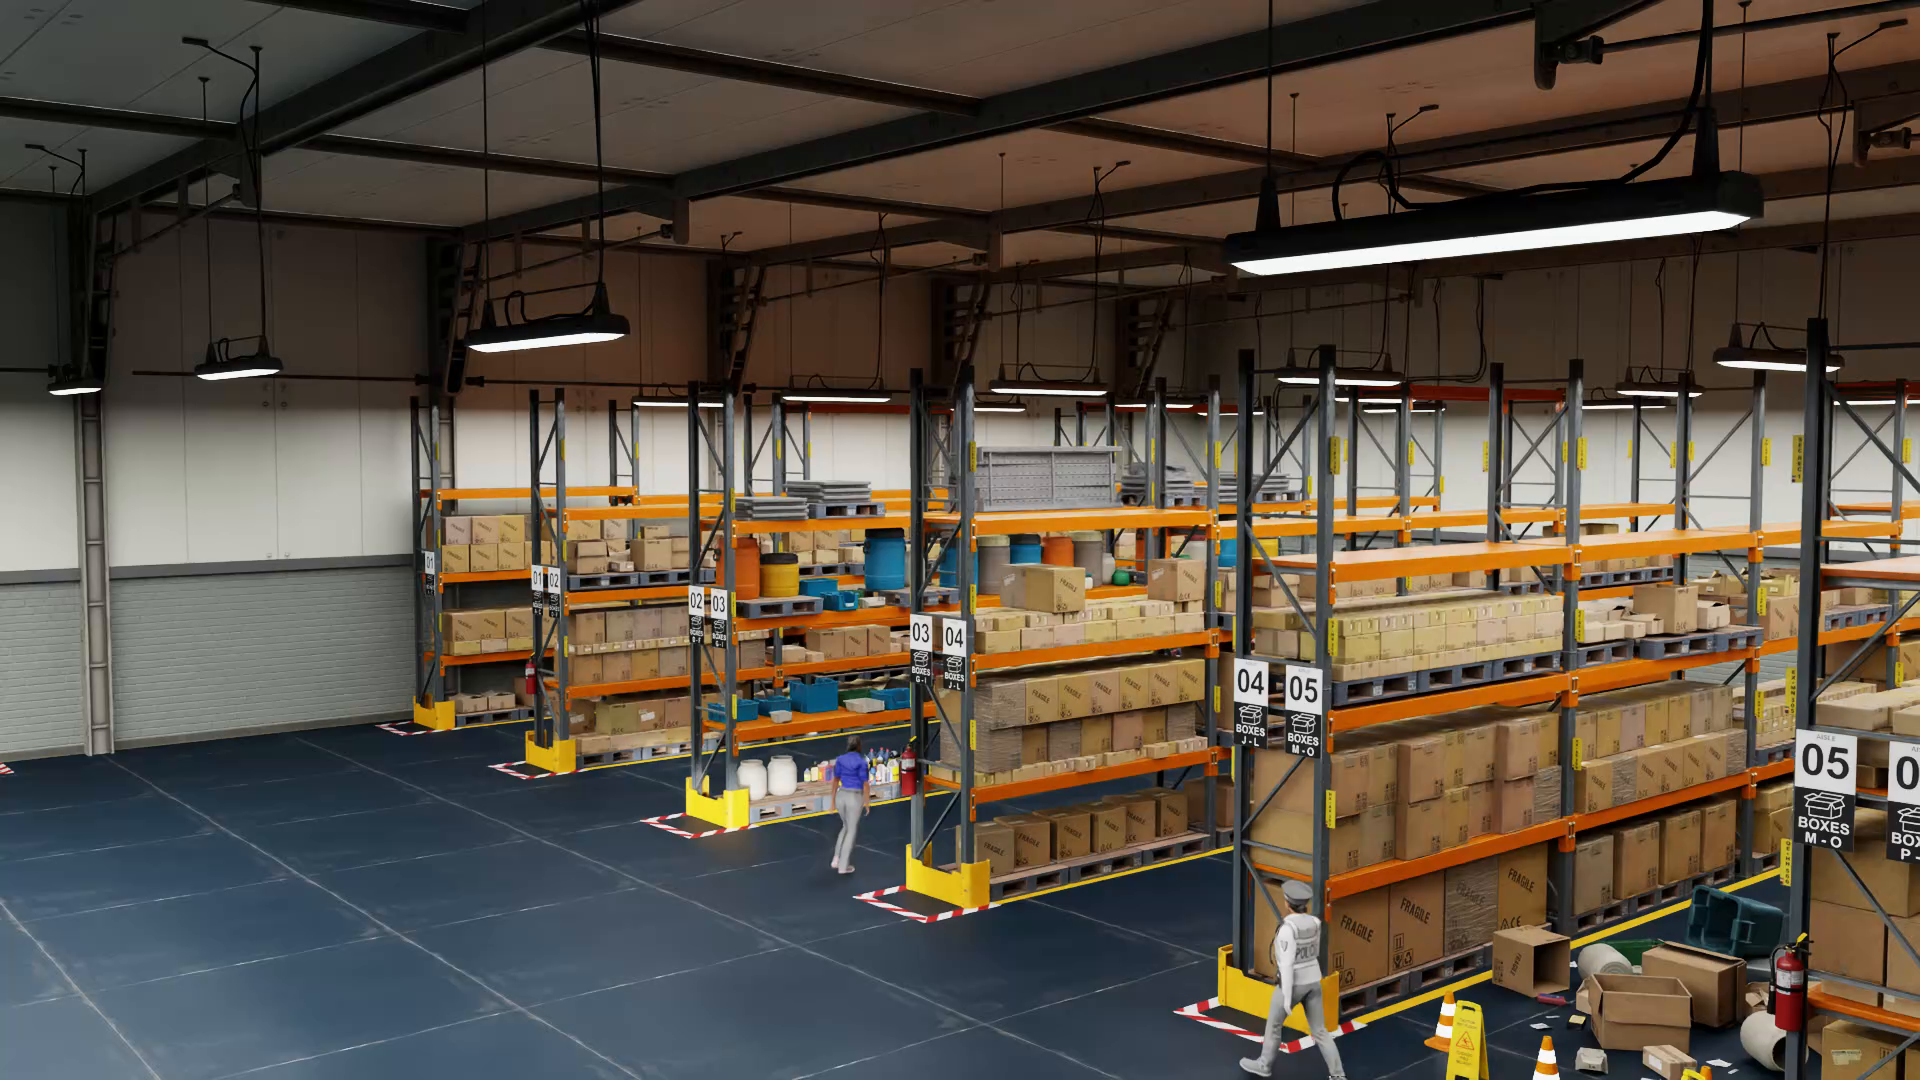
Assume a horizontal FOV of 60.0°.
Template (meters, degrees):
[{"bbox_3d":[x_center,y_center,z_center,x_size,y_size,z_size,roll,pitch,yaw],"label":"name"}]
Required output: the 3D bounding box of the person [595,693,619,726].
[{"bbox_3d":[-6.089,2.669,28.871,0.453,1.565,0.806,2,4,34],"label":"person"}]

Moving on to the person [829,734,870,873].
[{"bbox_3d":[-1.324,3.159,19.935,0.511,1.658,0.466,2,4,36],"label":"person"}]

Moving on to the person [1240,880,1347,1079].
[{"bbox_3d":[2.696,3.544,13.308,0.510,1.639,0.969,-2,4,-34],"label":"person"}]
